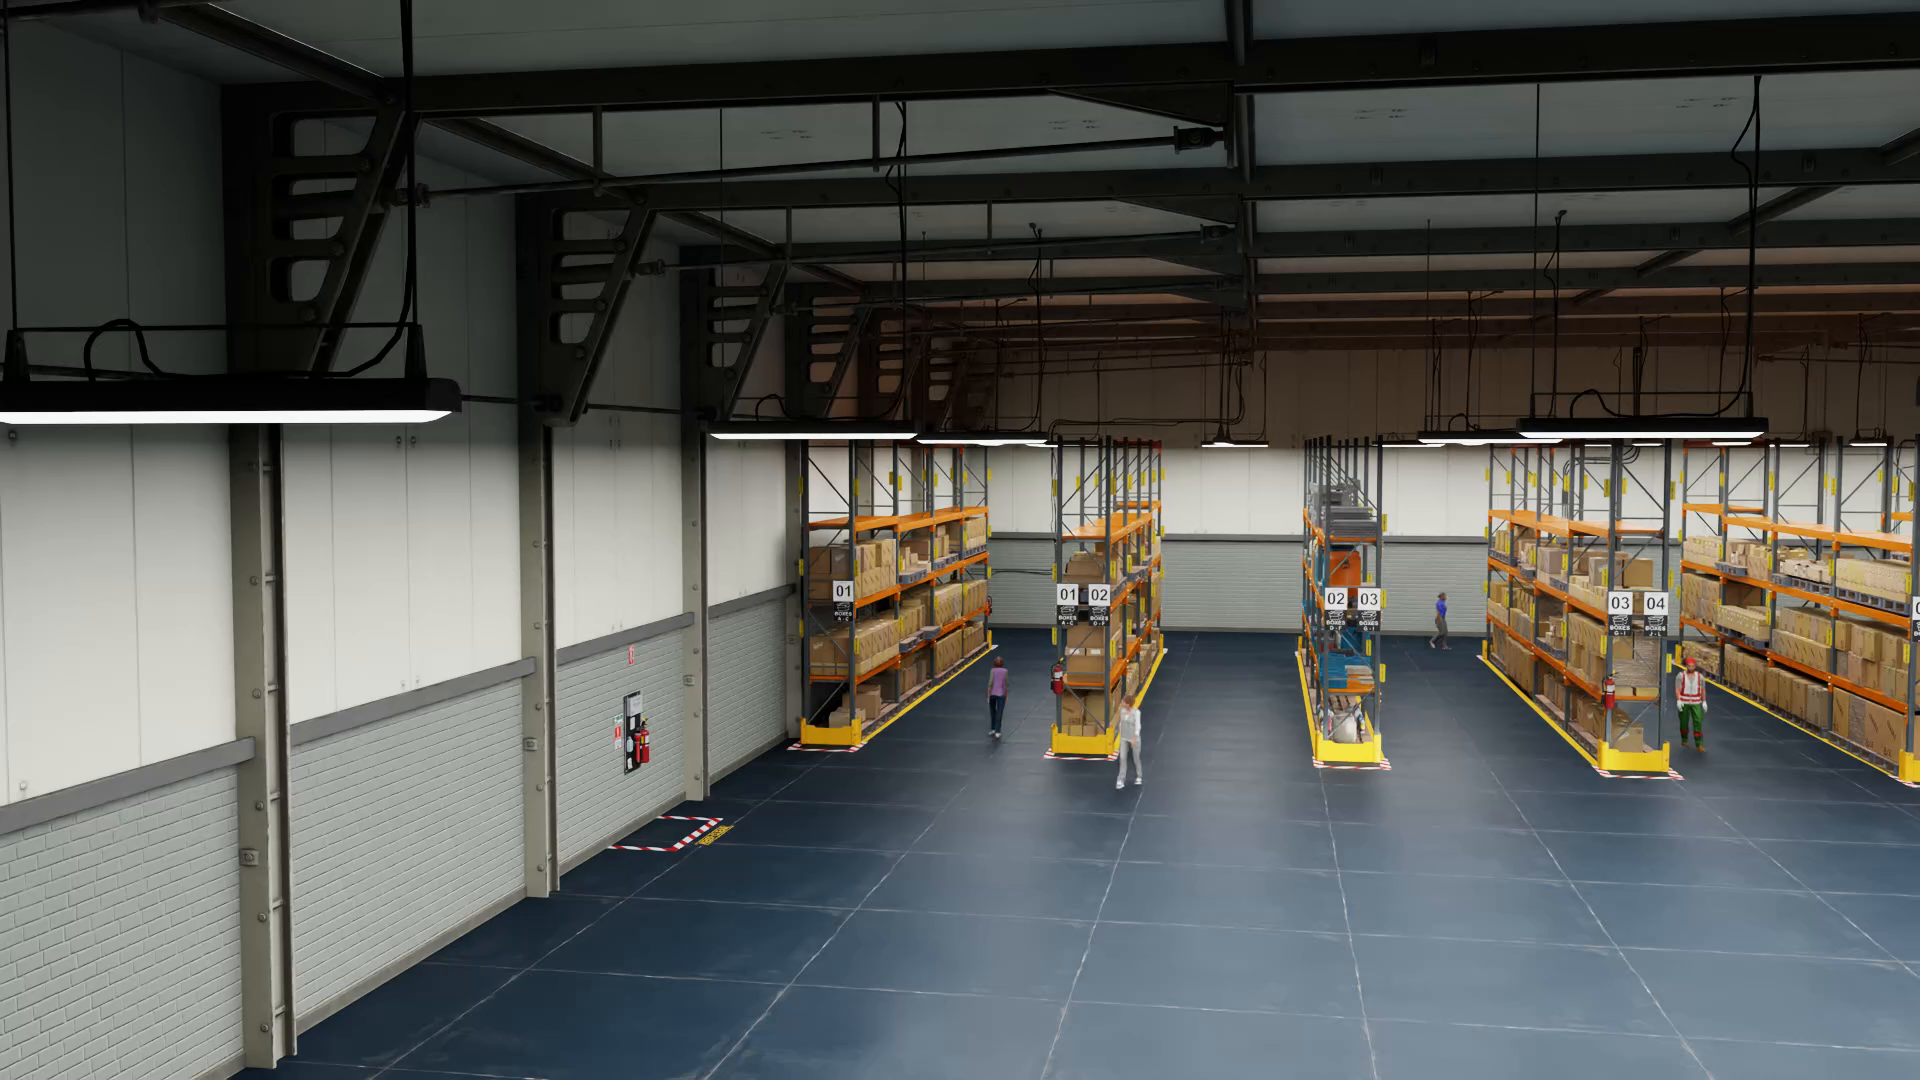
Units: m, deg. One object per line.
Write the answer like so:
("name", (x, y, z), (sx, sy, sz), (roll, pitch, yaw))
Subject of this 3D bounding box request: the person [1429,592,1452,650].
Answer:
("person", (13.764, 2.312, 47.590), (0.586, 1.656, 0.499), (2, 4, 32))

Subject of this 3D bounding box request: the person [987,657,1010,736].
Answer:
("person", (0.772, 3.142, 33.280), (0.435, 1.612, 0.664), (0, 3, 4))

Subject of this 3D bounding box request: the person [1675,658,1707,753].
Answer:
("person", (13.898, 3.109, 31.582), (0.587, 1.742, 0.925), (1, 3, 19))

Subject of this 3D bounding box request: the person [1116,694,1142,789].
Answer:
("person", (2.844, 3.398, 28.113), (0.437, 1.562, 0.877), (2, 4, 29))
